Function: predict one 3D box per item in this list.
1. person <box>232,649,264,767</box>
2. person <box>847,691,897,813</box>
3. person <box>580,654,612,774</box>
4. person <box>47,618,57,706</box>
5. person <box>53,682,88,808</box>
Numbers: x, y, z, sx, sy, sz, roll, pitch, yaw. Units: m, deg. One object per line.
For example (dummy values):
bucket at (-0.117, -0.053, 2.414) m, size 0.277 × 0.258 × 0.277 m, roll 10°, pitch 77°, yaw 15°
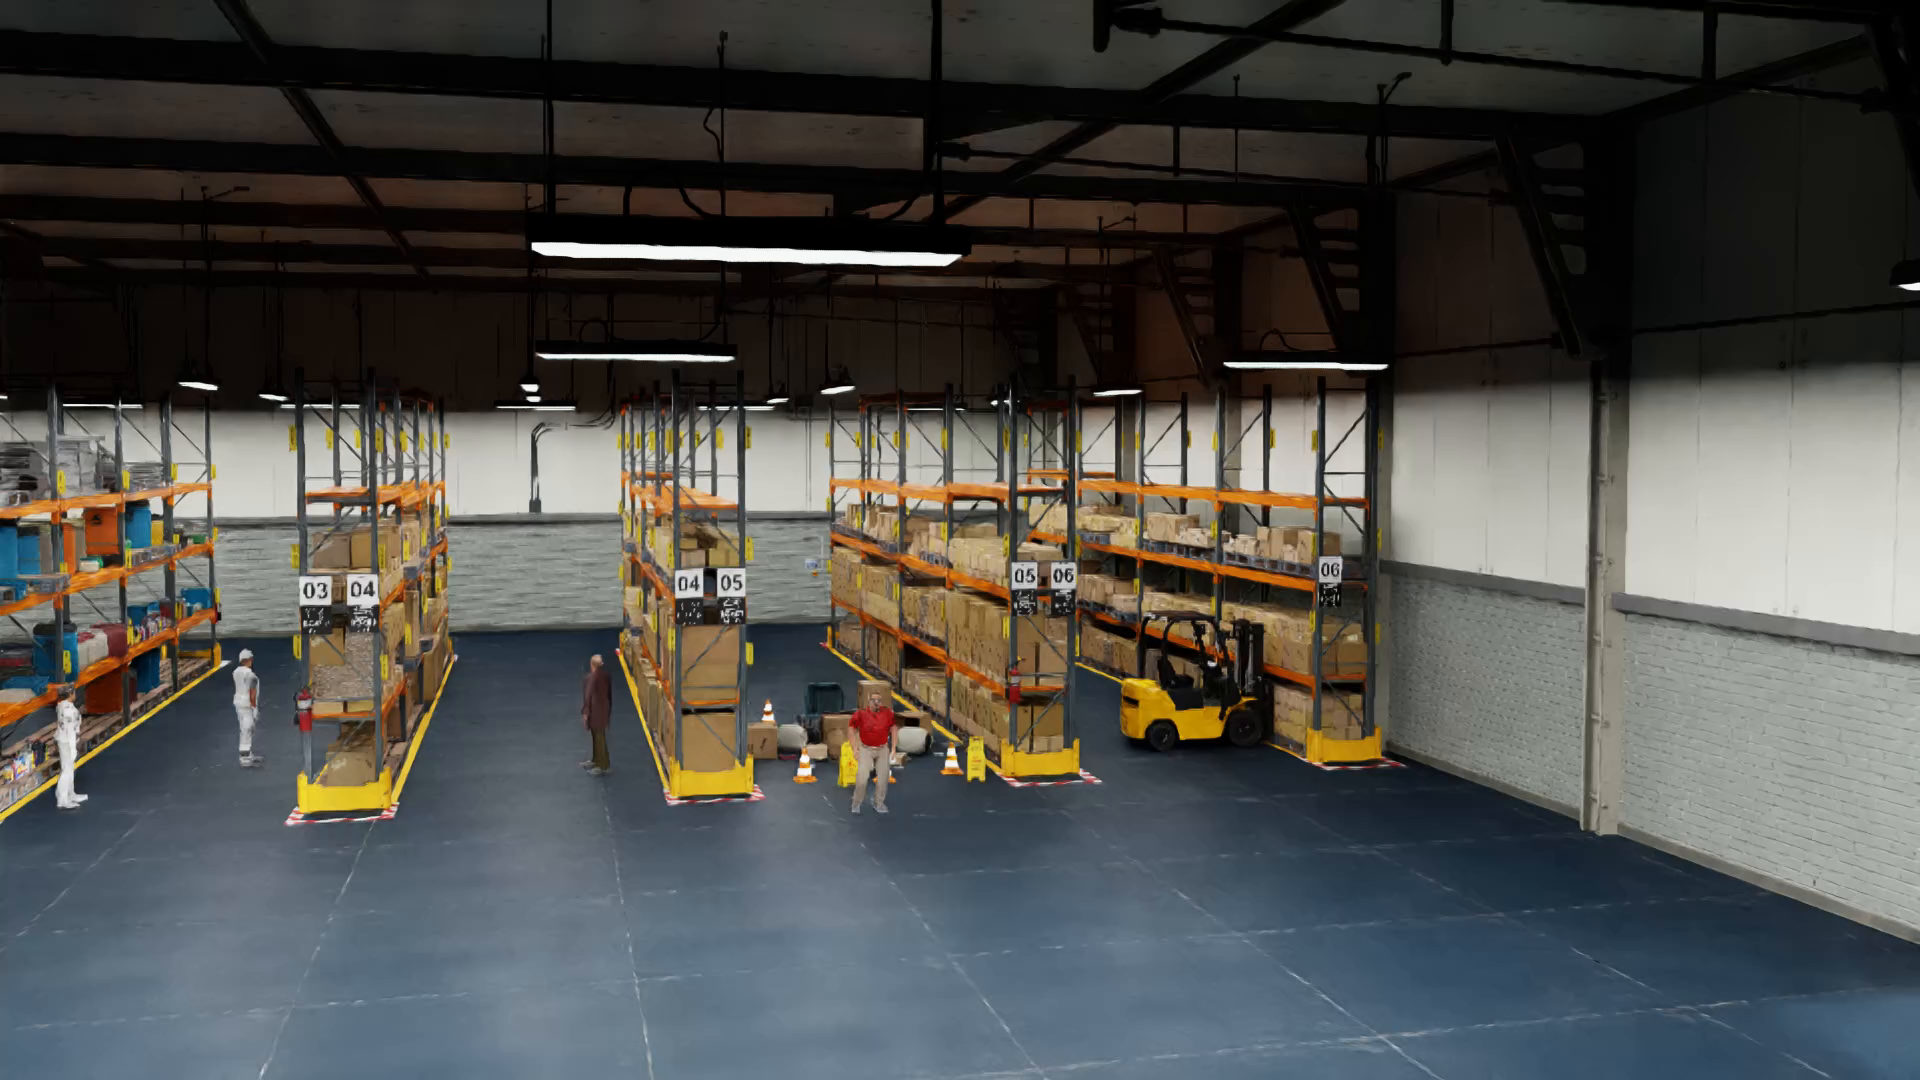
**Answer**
person at (-10.915, 2.564, 25.573) m, size 0.605 × 1.789 × 0.446 m, roll 3°, pitch 5°, yaw 45°
person at (-1.173, 2.837, 22.330) m, size 0.682 × 1.676 × 0.535 m, roll -1°, pitch 4°, yaw -16°
person at (-5.505, 2.599, 25.077) m, size 0.630 × 1.773 × 0.678 m, roll 1°, pitch 4°, yaw 16°
person at (-17.160, 2.340, 31.512) m, size 0.547 × 1.542 × 0.596 m, roll 1°, pitch 3°, yaw 12°
person at (-12.173, 2.788, 22.764) m, size 0.436 × 1.680 × 0.546 m, roll -3°, pitch 4°, yaw -38°
